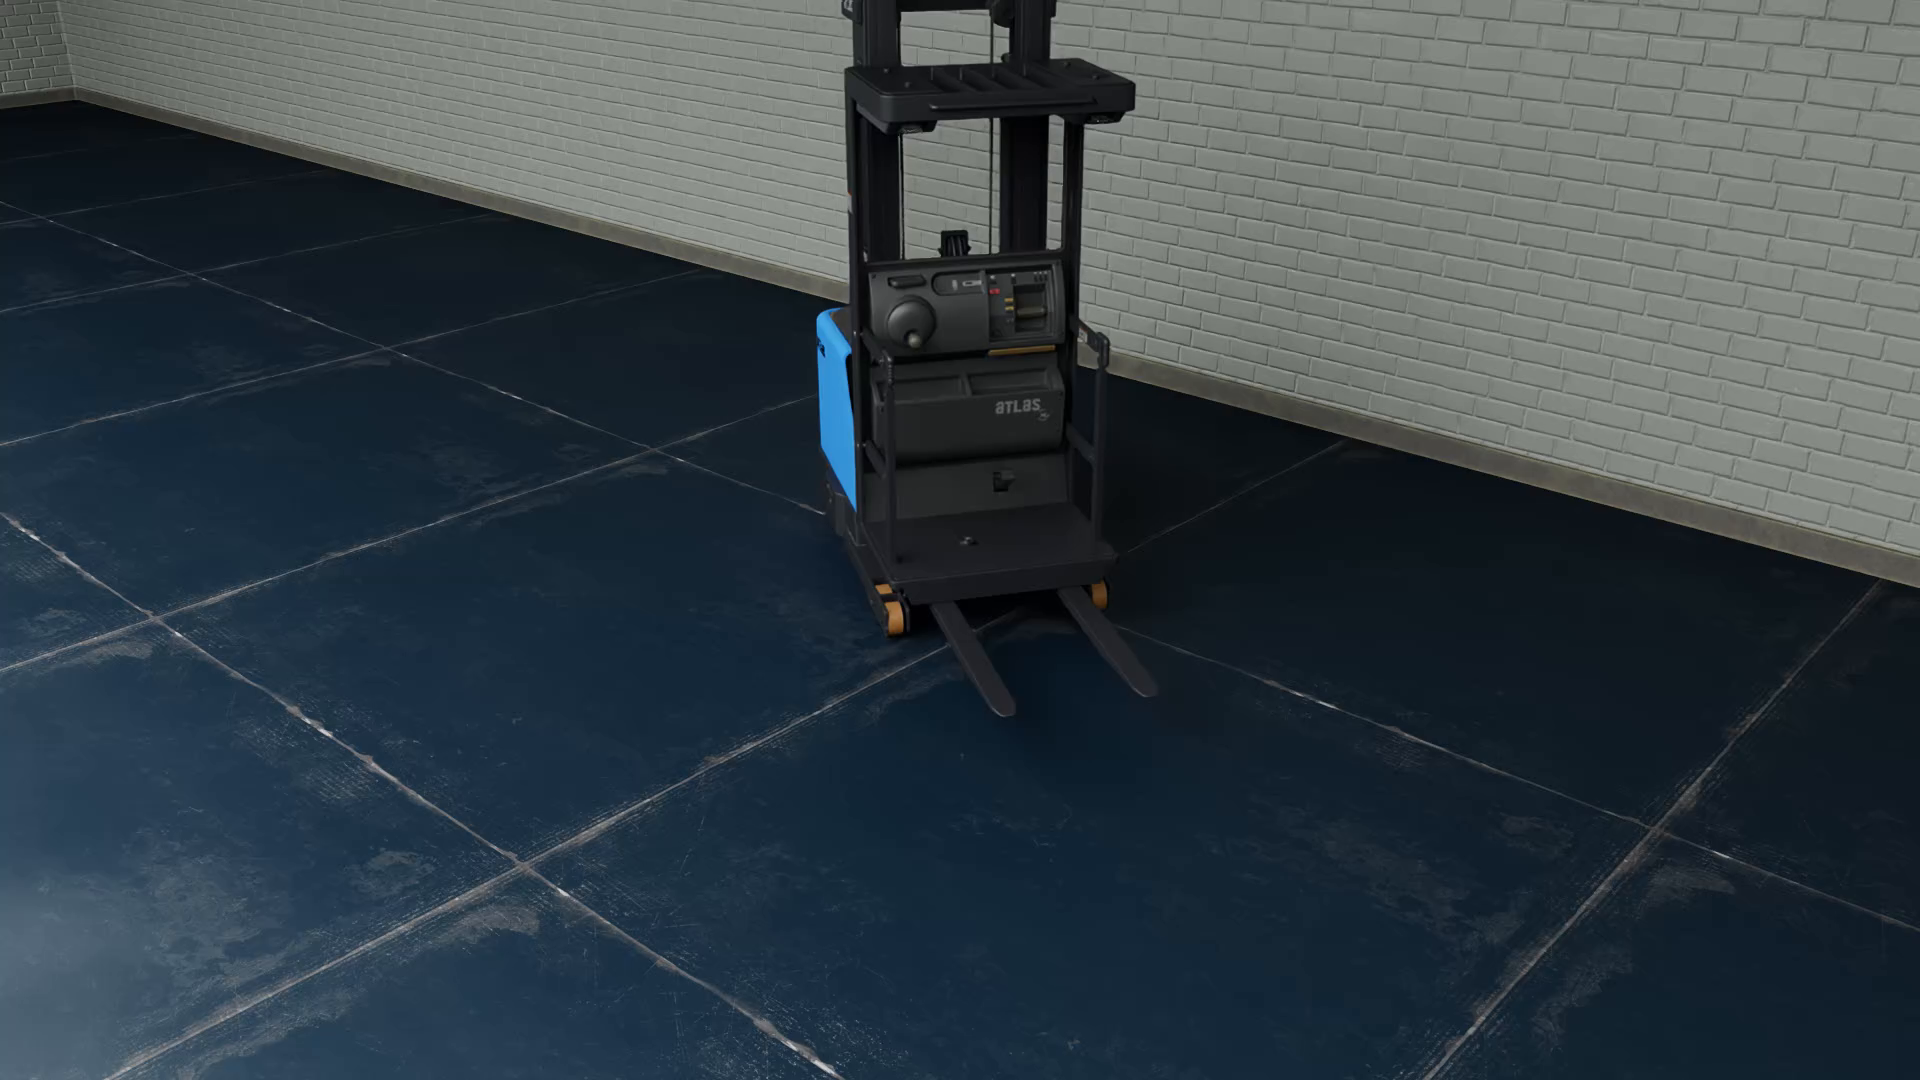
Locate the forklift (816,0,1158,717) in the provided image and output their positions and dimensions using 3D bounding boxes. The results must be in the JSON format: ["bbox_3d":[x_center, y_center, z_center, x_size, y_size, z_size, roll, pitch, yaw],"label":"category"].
[{"bbox_3d":[0.095,-1.064,7.540,1.130,2.935,3.031,-6,25,-14],"label":"forklift"}]
